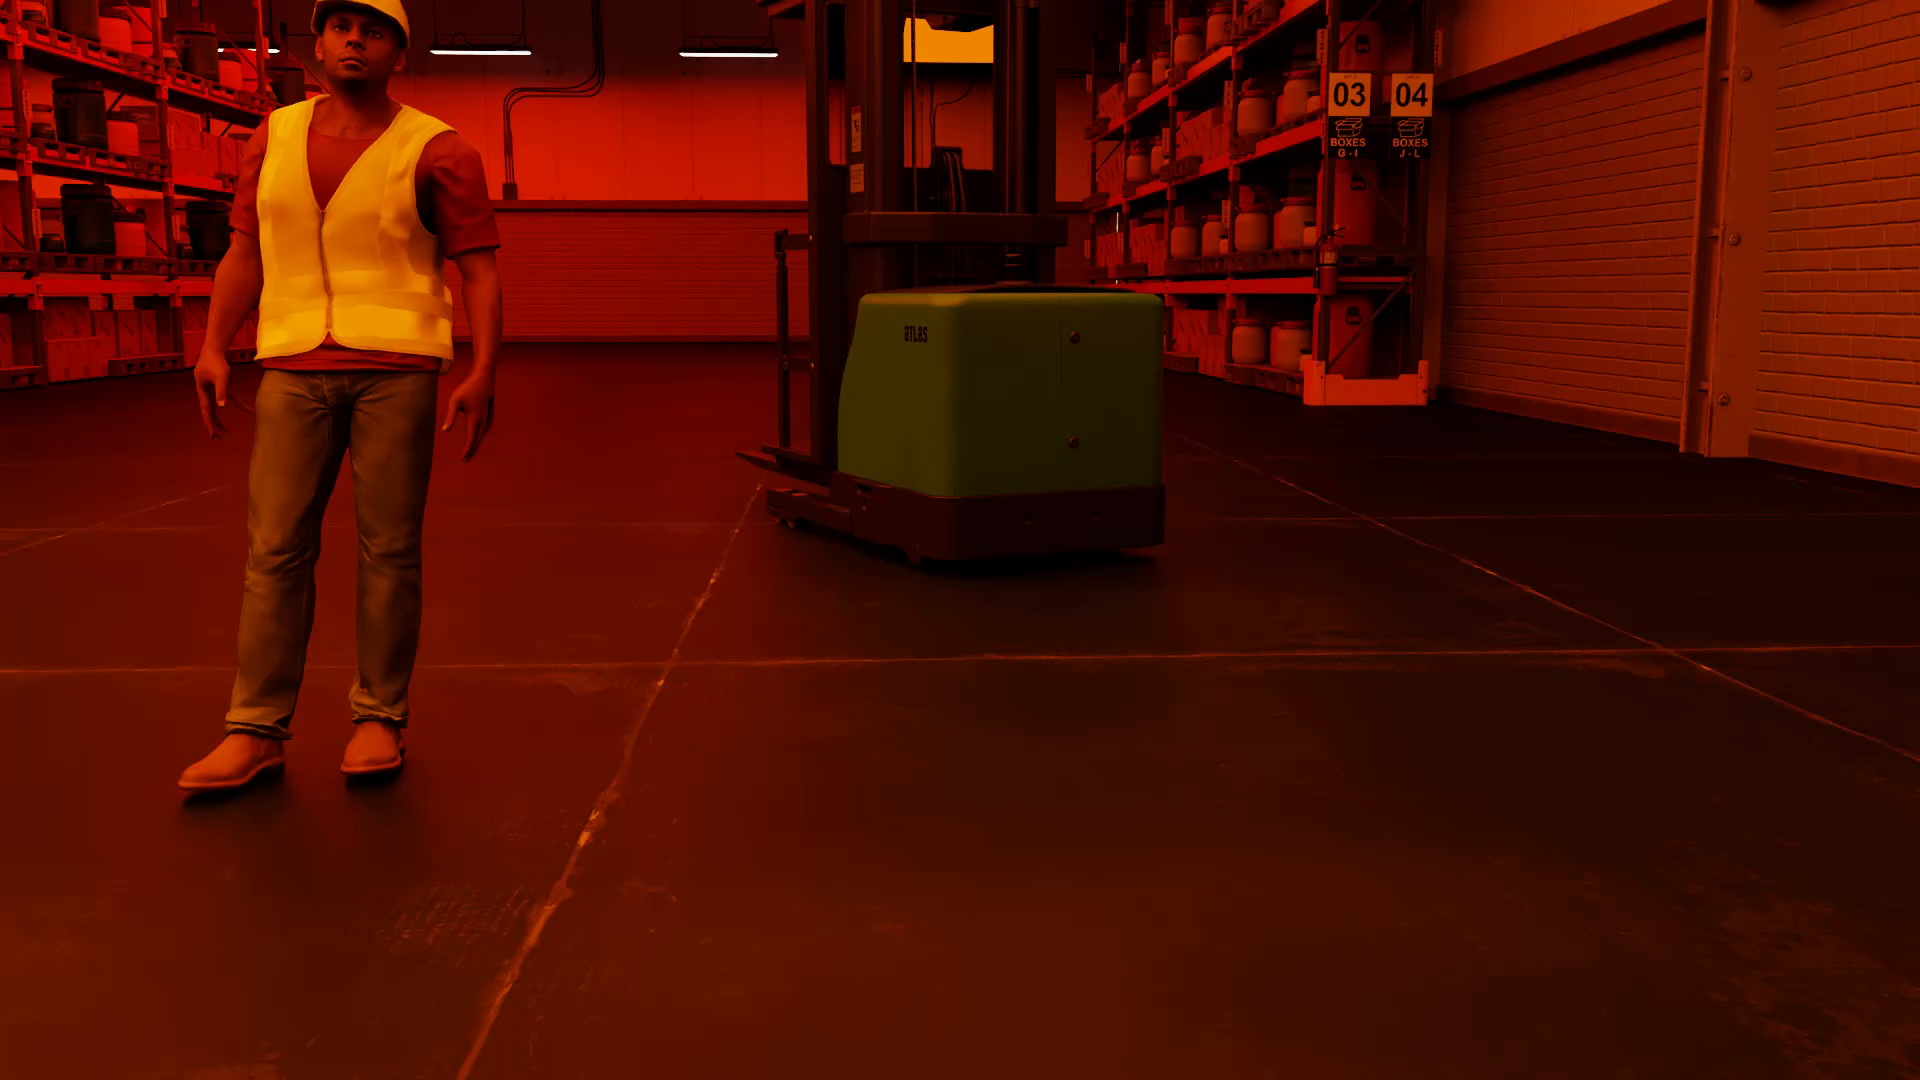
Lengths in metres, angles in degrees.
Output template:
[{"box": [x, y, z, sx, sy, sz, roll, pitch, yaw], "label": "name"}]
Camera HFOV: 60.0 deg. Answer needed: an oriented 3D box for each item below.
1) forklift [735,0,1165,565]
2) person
[{"box": [-0.264, -1.530, 7.637, 1.130, 2.935, 3.031, -4, 9, -25], "label": "forklift"}, {"box": [-1.367, -0.361, 3.674, 0.665, 1.765, 0.577, 0, 8, 0], "label": "person"}]
